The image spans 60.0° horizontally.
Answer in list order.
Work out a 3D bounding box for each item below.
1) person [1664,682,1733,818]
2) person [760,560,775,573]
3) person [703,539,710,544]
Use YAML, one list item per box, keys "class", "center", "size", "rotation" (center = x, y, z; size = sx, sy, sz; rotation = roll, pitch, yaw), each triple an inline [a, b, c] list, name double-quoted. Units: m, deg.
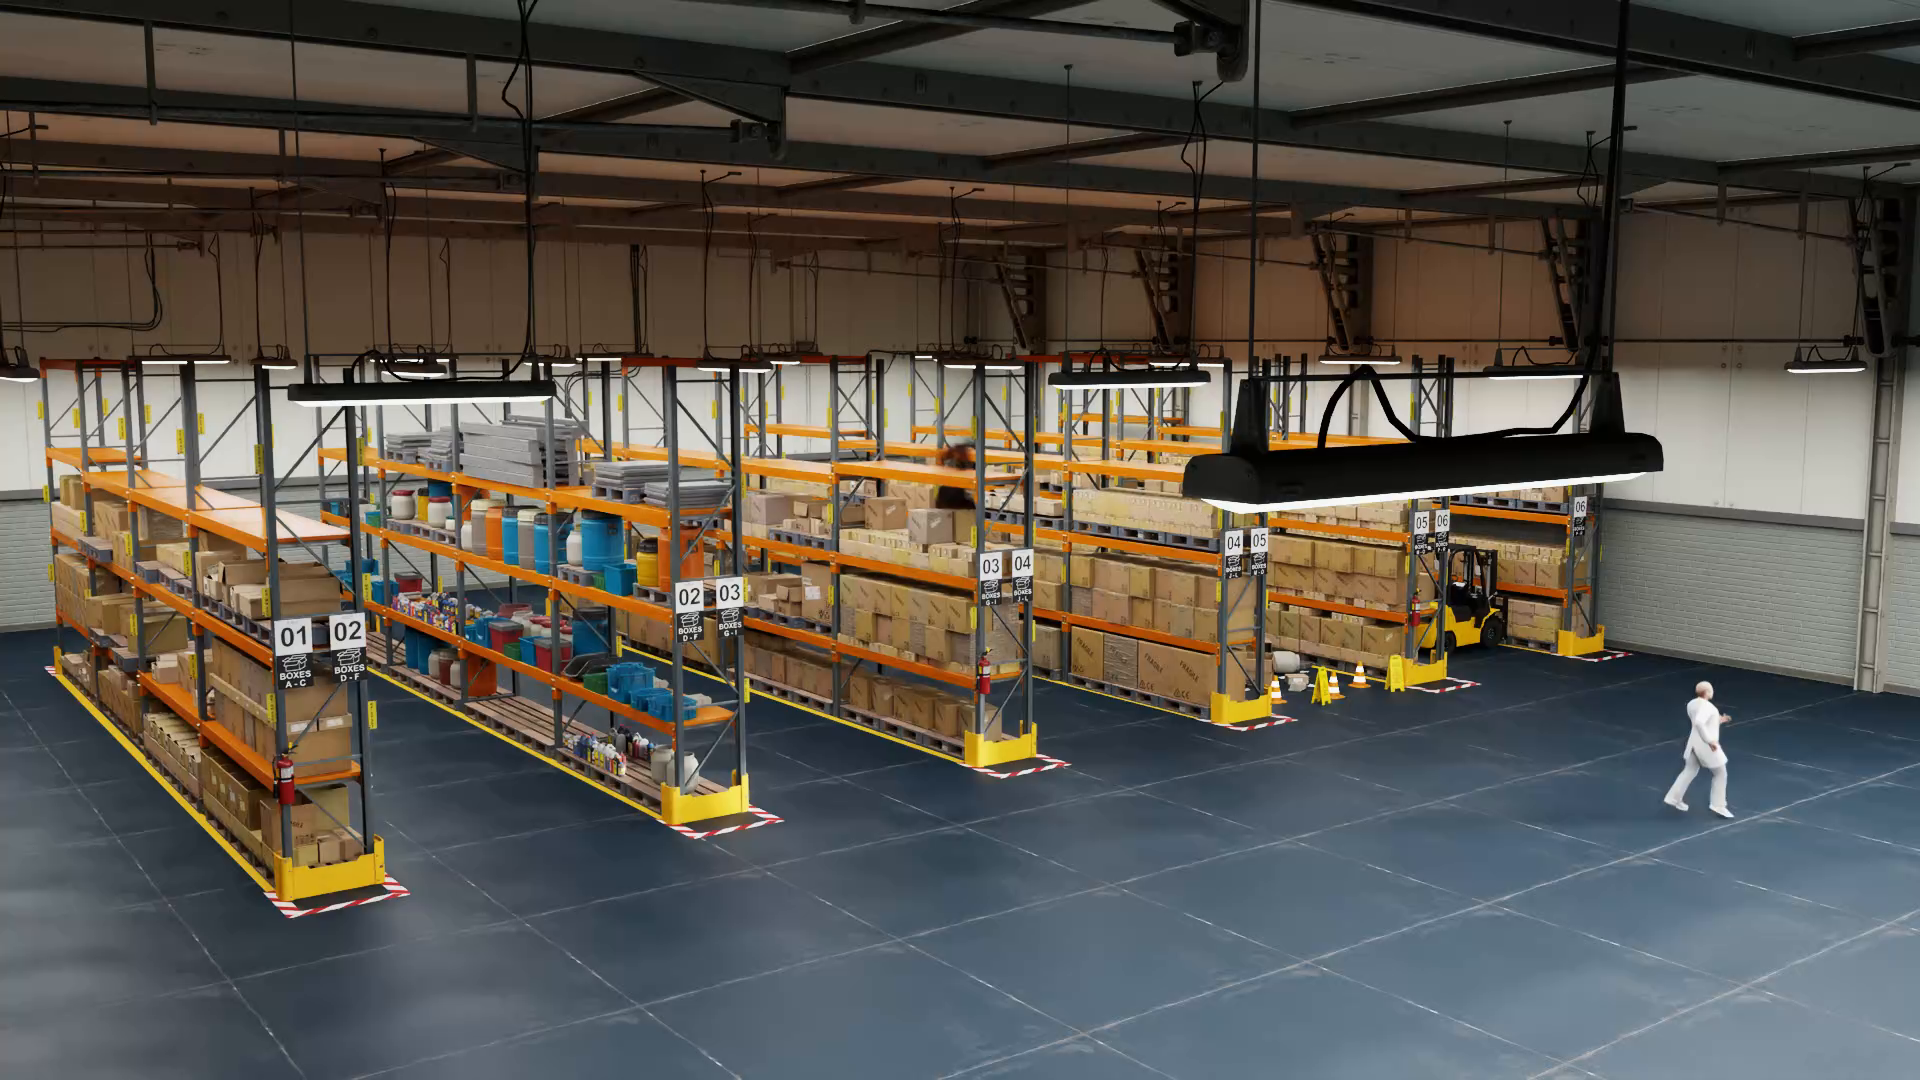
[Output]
- class: "person"
  center: [9.855, 2.789, 22.113]
  size: [0.907, 1.833, 0.678]
  rotation: [-1, 7, -10]
- class: "person"
  center: [-4.836, 0.480, 42.080]
  size: [0.525, 1.607, 0.680]
  rotation: [2, 7, 15]
- class: "person"
  center: [-6.186, 0.796, 39.527]
  size: [0.777, 1.633, 0.764]
  rotation: [-2, 7, -16]
